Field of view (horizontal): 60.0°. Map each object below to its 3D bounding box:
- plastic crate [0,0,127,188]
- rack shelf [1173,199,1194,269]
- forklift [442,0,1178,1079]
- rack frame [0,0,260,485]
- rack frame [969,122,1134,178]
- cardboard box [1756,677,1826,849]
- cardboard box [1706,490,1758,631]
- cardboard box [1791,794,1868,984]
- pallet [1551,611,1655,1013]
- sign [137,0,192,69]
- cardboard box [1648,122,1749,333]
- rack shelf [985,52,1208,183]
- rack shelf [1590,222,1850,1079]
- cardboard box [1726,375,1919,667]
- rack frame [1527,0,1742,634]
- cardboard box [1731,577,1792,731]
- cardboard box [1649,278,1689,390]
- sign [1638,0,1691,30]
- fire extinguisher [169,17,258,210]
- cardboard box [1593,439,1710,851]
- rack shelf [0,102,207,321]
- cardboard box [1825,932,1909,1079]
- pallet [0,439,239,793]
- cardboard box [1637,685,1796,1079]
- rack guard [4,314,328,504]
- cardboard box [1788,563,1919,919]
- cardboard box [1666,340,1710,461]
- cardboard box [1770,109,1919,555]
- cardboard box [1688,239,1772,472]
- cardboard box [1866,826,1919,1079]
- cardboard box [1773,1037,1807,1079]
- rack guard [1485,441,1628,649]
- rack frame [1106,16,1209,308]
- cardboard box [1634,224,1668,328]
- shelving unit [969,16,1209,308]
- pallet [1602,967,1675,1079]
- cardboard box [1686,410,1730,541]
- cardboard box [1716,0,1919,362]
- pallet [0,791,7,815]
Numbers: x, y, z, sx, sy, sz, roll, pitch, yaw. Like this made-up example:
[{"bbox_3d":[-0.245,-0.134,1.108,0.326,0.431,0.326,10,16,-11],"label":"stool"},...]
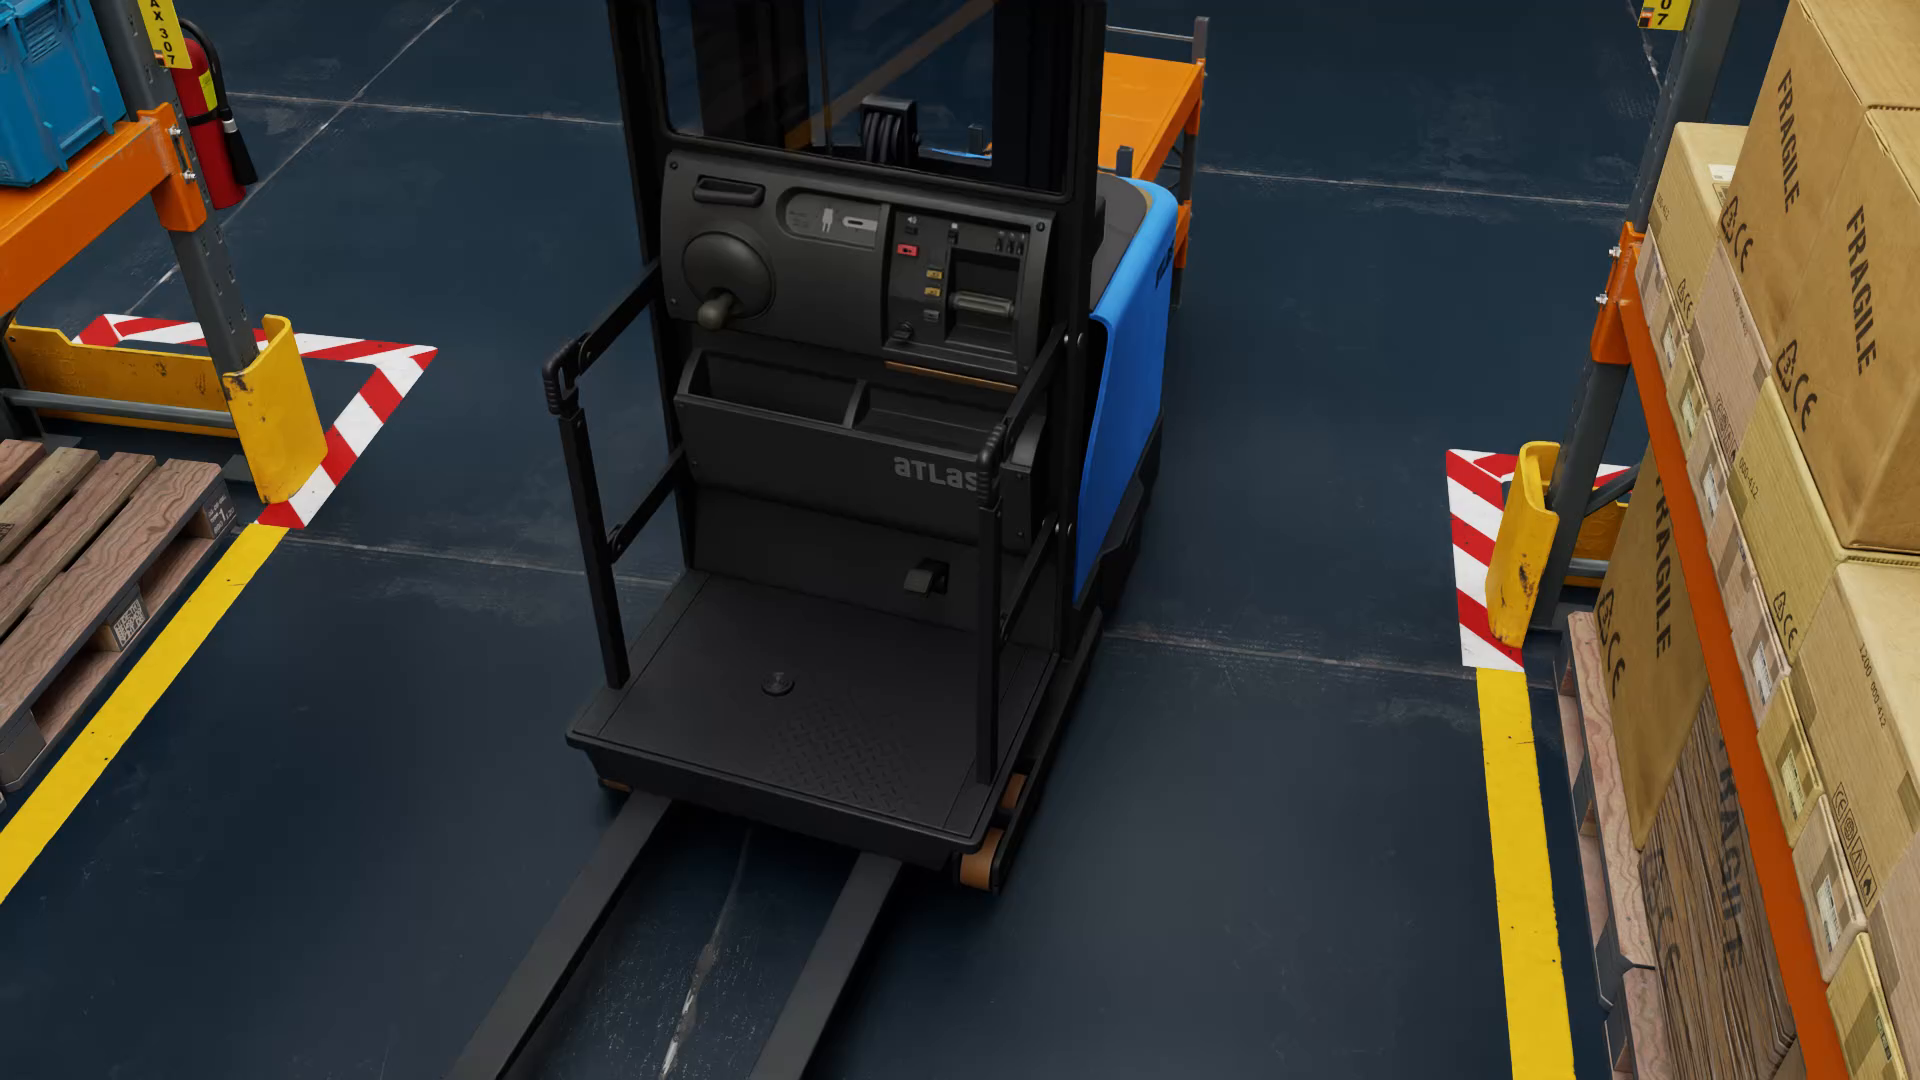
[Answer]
[{"bbox_3d":[-2.592,-1.228,4.307,0.616,0.435,0.499,6,40,8],"label":"plastic crate"},{"bbox_3d":[0.435,-0.881,5.816,0.538,0.278,1.000,12,41,15],"label":"rack shelf"},{"bbox_3d":[-0.317,-0.546,3.611,1.130,2.935,3.031,12,41,15],"label":"forklift"},{"bbox_3d":[-2.718,-1.422,4.616,1.000,3.000,0.127,6,40,8],"label":"rack frame"},{"bbox_3d":[0.269,-0.763,5.290,0.500,1.125,0.032,12,41,15],"label":"rack frame"},{"bbox_3d":[1.509,0.373,2.642,0.380,0.149,0.250,5,40,7],"label":"cardboard box"},{"bbox_3d":[1.598,0.052,3.030,0.380,0.149,0.250,6,40,7],"label":"cardboard box"},{"bbox_3d":[1.466,0.537,2.443,0.380,0.149,0.250,7,40,8],"label":"cardboard box"},{"bbox_3d":[2.099,0.709,4.227,1.003,0.211,1.213,6,40,8],"label":"pallet"},{"bbox_3d":[-2.173,-1.435,4.503,0.100,0.325,0.005,6,40,8],"label":"sign"},{"bbox_3d":[1.812,-0.661,3.580,0.500,0.250,0.500,5,40,6],"label":"cardboard box"},{"bbox_3d":[0.435,-1.295,5.474,0.538,0.278,1.000,12,41,15],"label":"rack shelf"},{"bbox_3d":[1.815,0.656,2.667,1.077,0.370,4.000,6,40,8],"label":"rack shelf"},{"bbox_3d":[1.638,-0.020,2.804,0.500,0.250,0.500,5,40,6],"label":"cardboard box"},{"bbox_3d":[2.161,-0.876,3.956,1.000,3.000,0.127,6,40,8],"label":"rack frame"},{"bbox_3d":[1.554,0.214,2.834,0.380,0.149,0.250,6,40,7],"label":"cardboard box"},{"bbox_3d":[1.731,-0.432,3.615,0.380,0.149,0.250,6,40,7],"label":"cardboard box"},{"bbox_3d":[1.615,-1.305,3.733,0.100,0.325,0.005,6,40,8],"label":"sign"},{"bbox_3d":[-2.244,-1.293,4.813,0.296,0.674,0.183,6,40,8],"label":"fire extinguisher"},{"bbox_3d":[2.129,0.191,4.002,0.875,0.875,0.875,6,40,8],"label":"cardboard box"},{"bbox_3d":[-3.064,0.110,3.327,1.077,0.370,4.000,6,40,8],"label":"rack shelf"},{"bbox_3d":[1.421,0.697,2.250,0.380,0.149,0.250,6,40,7],"label":"cardboard box"},{"bbox_3d":[-2.899,0.166,4.884,1.003,0.211,1.213,6,40,8],"label":"pallet"},{"bbox_3d":[1.971,0.763,3.312,0.875,0.875,0.875,6,40,8],"label":"cardboard box"},{"bbox_3d":[-2.726,-0.475,5.433,1.175,0.500,0.348,6,40,8],"label":"rack guard"},{"bbox_3d":[1.553,0.308,2.407,0.500,0.250,0.500,6,40,7],"label":"cardboard box"},{"bbox_3d":[1.687,-0.271,3.421,0.380,0.149,0.250,6,40,7],"label":"cardboard box"},{"bbox_3d":[1.641,-0.311,2.568,0.500,0.500,0.500,5,40,6],"label":"cardboard box"},{"bbox_3d":[1.728,-0.334,3.185,0.500,0.250,0.500,6,40,7],"label":"cardboard box"},{"bbox_3d":[1.462,0.626,2.023,0.500,0.250,0.500,7,40,9],"label":"cardboard box"},{"bbox_3d":[1.817,1.321,2.636,0.875,0.875,0.875,6,40,8],"label":"cardboard box"},{"bbox_3d":[2.165,0.072,4.770,1.175,0.500,0.348,6,40,8],"label":"rack guard"},{"bbox_3d":[0.601,-1.375,6.031,0.500,1.125,0.032,12,41,15],"label":"rack frame"},{"bbox_3d":[1.774,-0.593,3.810,0.380,0.149,0.250,7,40,8],"label":"cardboard box"},{"bbox_3d":[0.435,-1.069,5.660,0.538,1.125,1.048,12,41,15],"label":"shelving unit"},{"bbox_3d":[1.886,1.472,3.303,1.003,0.211,1.213,6,40,8],"label":"pallet"},{"bbox_3d":[1.643,-0.107,3.223,0.380,0.149,0.250,6,40,7],"label":"cardboard box"},{"bbox_3d":[1.725,-0.637,2.962,0.500,0.500,0.500,5,40,7],"label":"cardboard box"},{"bbox_3d":[-3.112,0.929,3.961,1.003,0.211,1.213,6,40,8],"label":"pallet"}]
